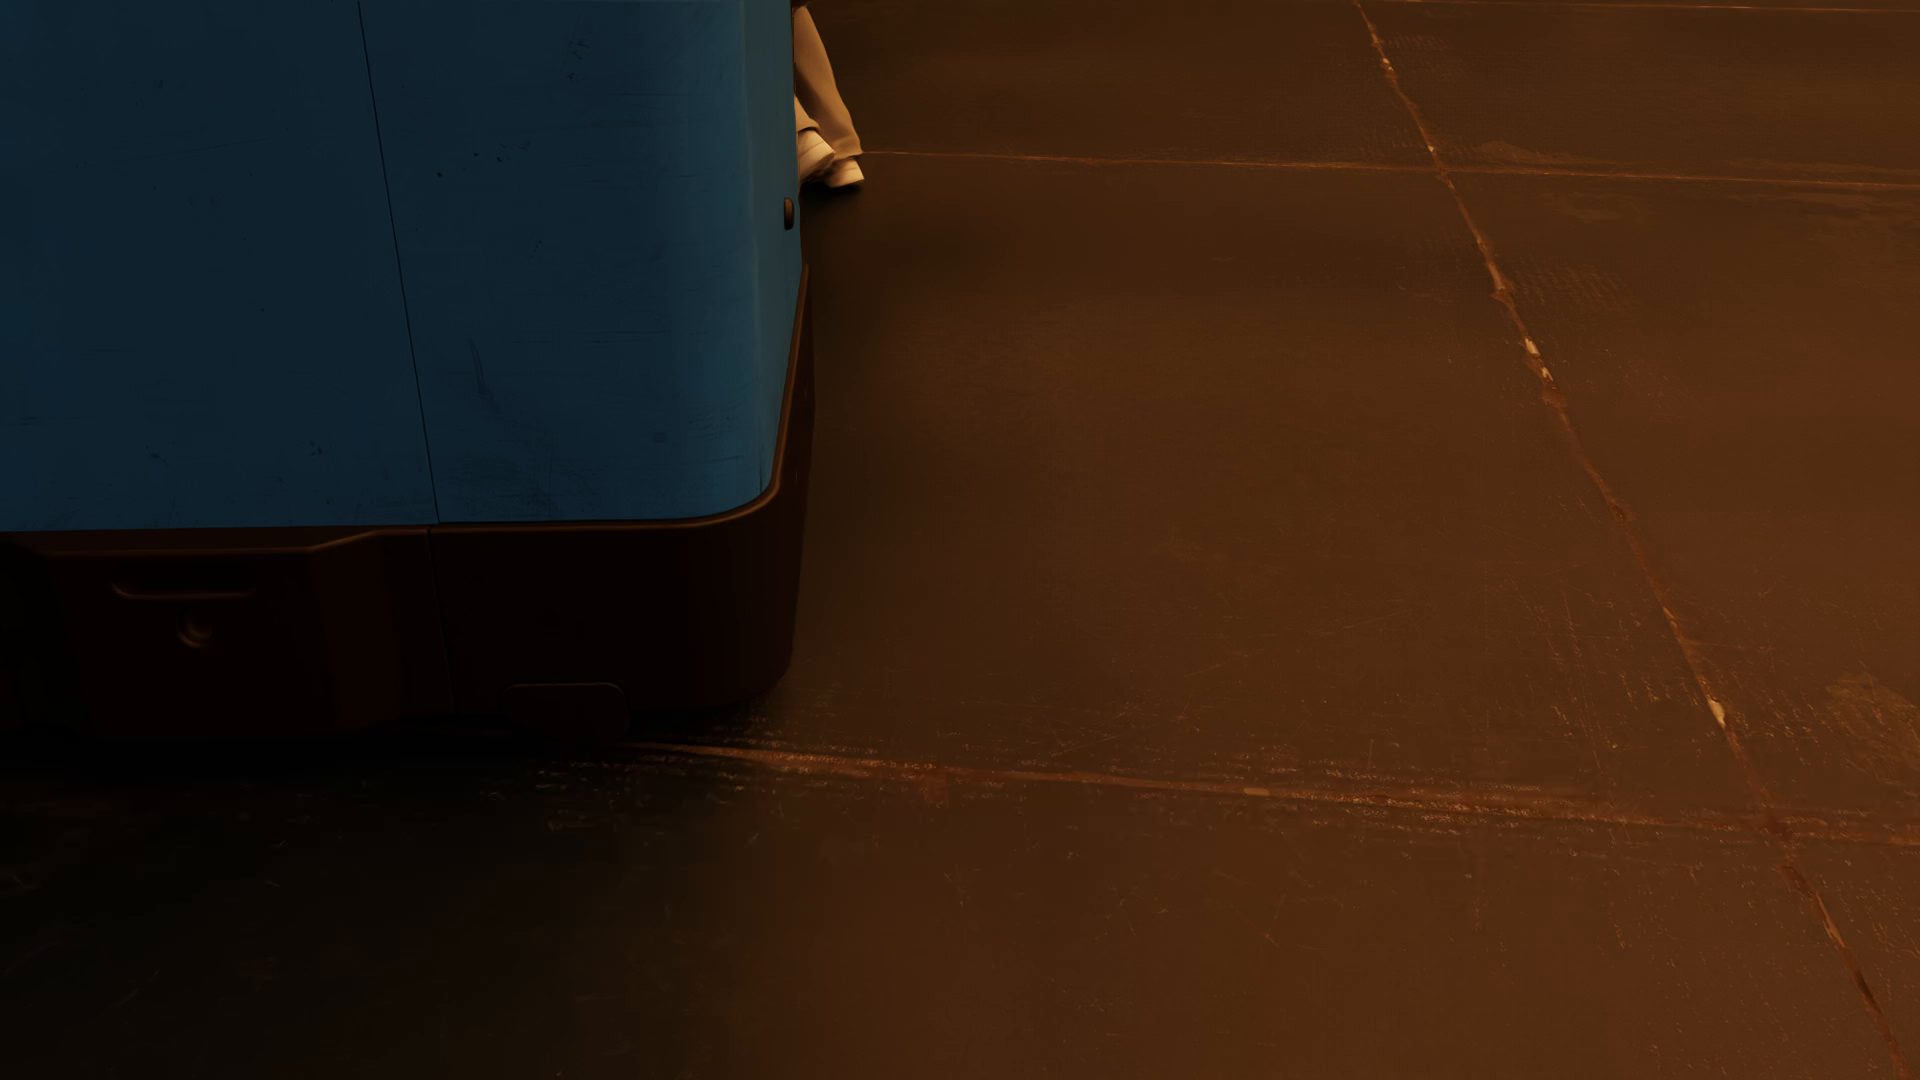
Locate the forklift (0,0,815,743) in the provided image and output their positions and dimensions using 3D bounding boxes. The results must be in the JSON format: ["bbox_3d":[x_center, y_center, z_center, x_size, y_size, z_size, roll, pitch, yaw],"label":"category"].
[{"bbox_3d":[-1.740,-1.257,1.736,3.031,2.935,1.130,-1,27,-2],"label":"forklift"}]

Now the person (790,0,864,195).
[{"bbox_3d":[-0.368,-1.498,3.852,0.499,1.560,1.011,9,28,17],"label":"person"}]
